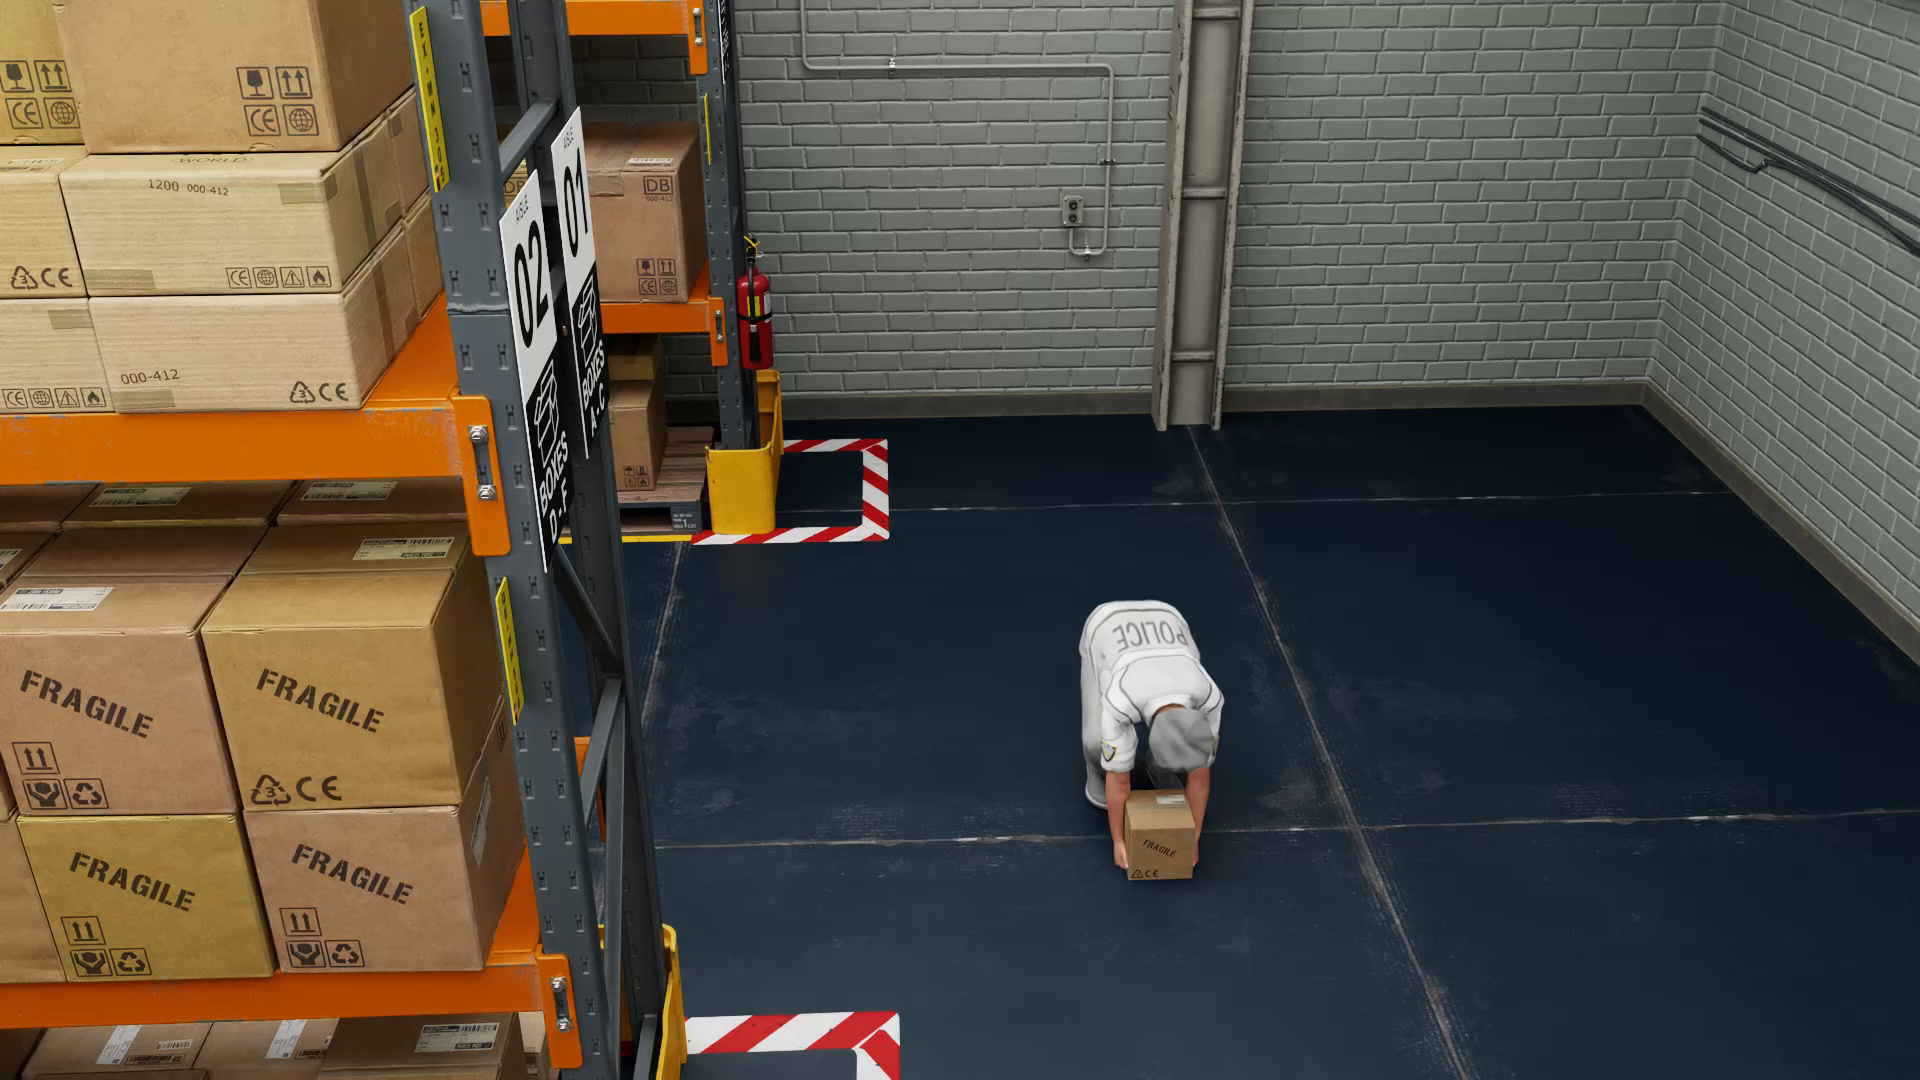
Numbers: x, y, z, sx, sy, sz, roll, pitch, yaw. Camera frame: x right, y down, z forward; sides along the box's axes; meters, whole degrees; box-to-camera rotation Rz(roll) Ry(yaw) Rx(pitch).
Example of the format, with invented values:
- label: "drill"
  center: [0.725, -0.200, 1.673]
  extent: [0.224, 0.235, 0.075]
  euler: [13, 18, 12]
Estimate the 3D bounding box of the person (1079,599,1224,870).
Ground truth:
- label: "person"
  center: [0.749, 0.760, 6.652]
  extent: [0.524, 0.865, 1.031]
  euler: [-2, 27, -4]
